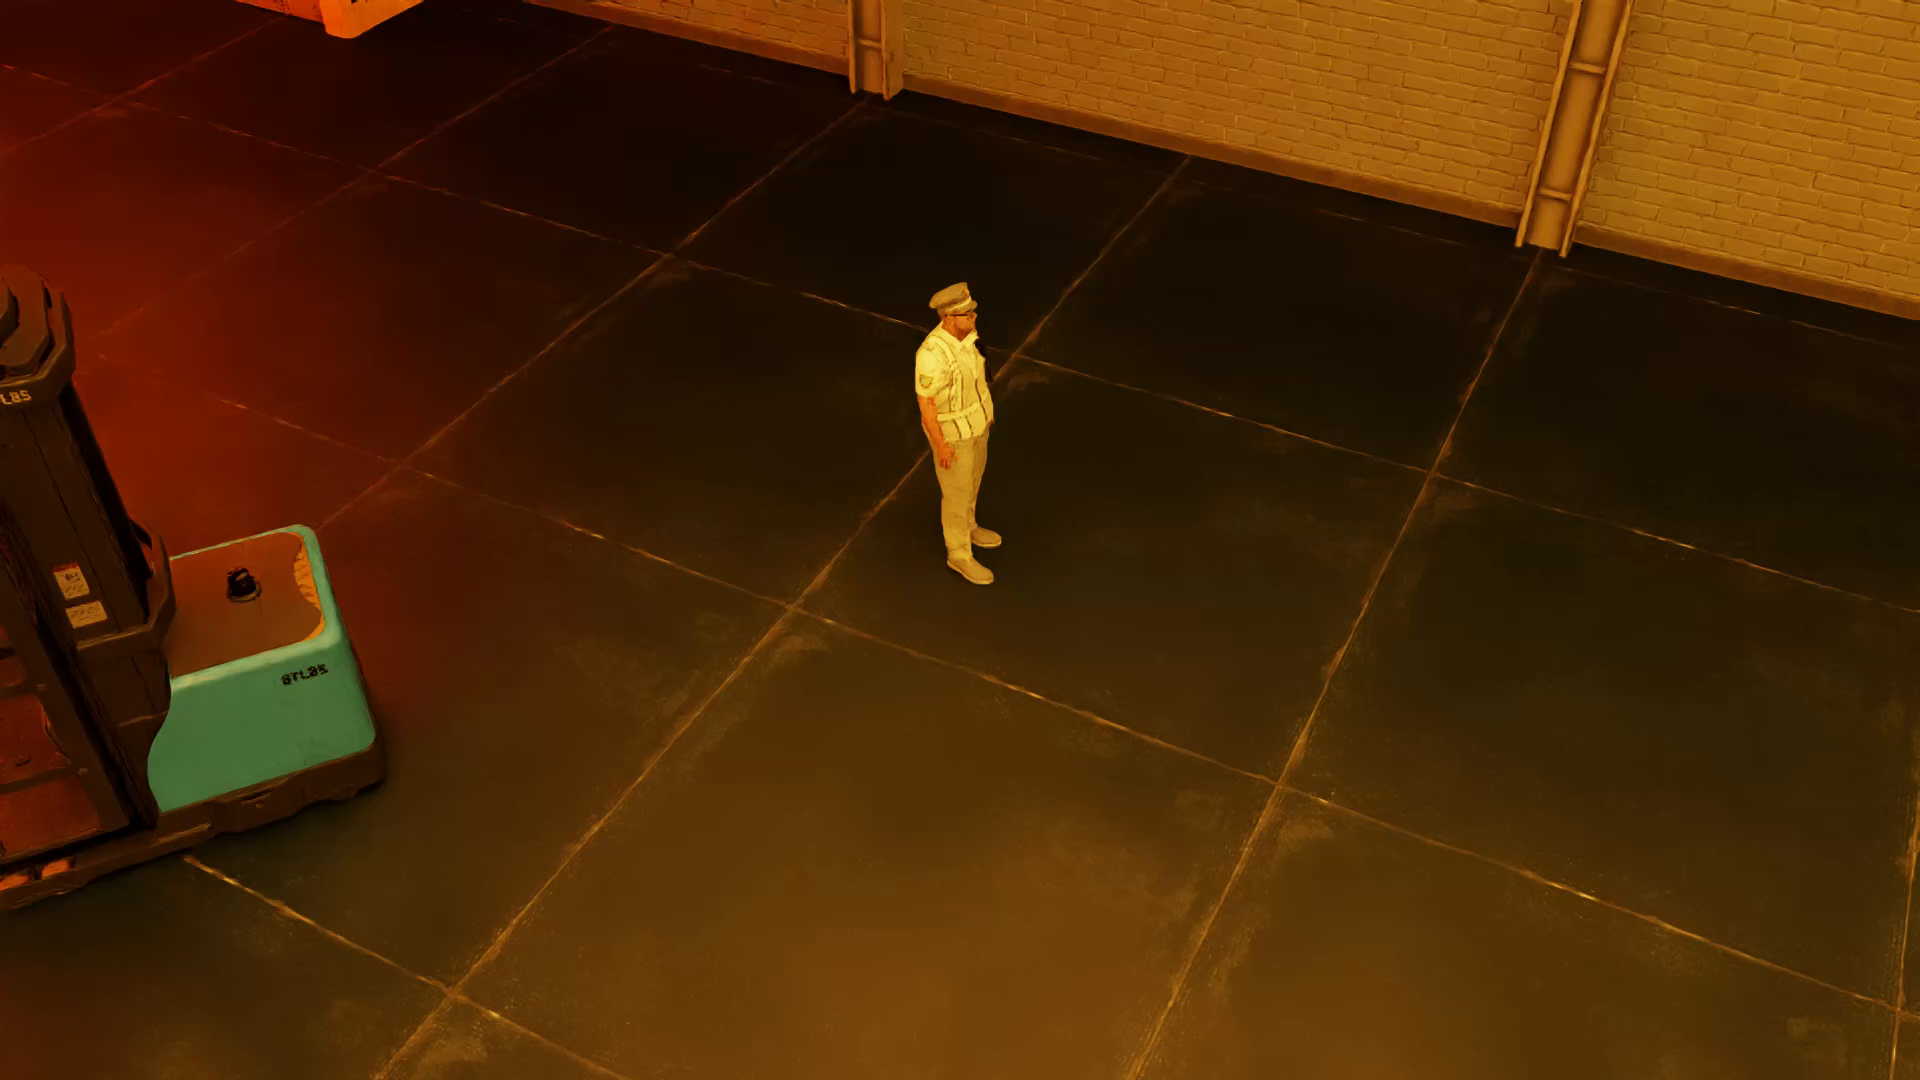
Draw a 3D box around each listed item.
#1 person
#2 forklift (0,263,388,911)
[{"bbox_3d":[0.064,-0.658,9.647,0.574,1.781,0.640,18,43,21],"label":"person"},{"bbox_3d":[-4.558,0.285,7.648,3.031,2.935,1.130,-17,43,-19],"label":"forklift"}]
